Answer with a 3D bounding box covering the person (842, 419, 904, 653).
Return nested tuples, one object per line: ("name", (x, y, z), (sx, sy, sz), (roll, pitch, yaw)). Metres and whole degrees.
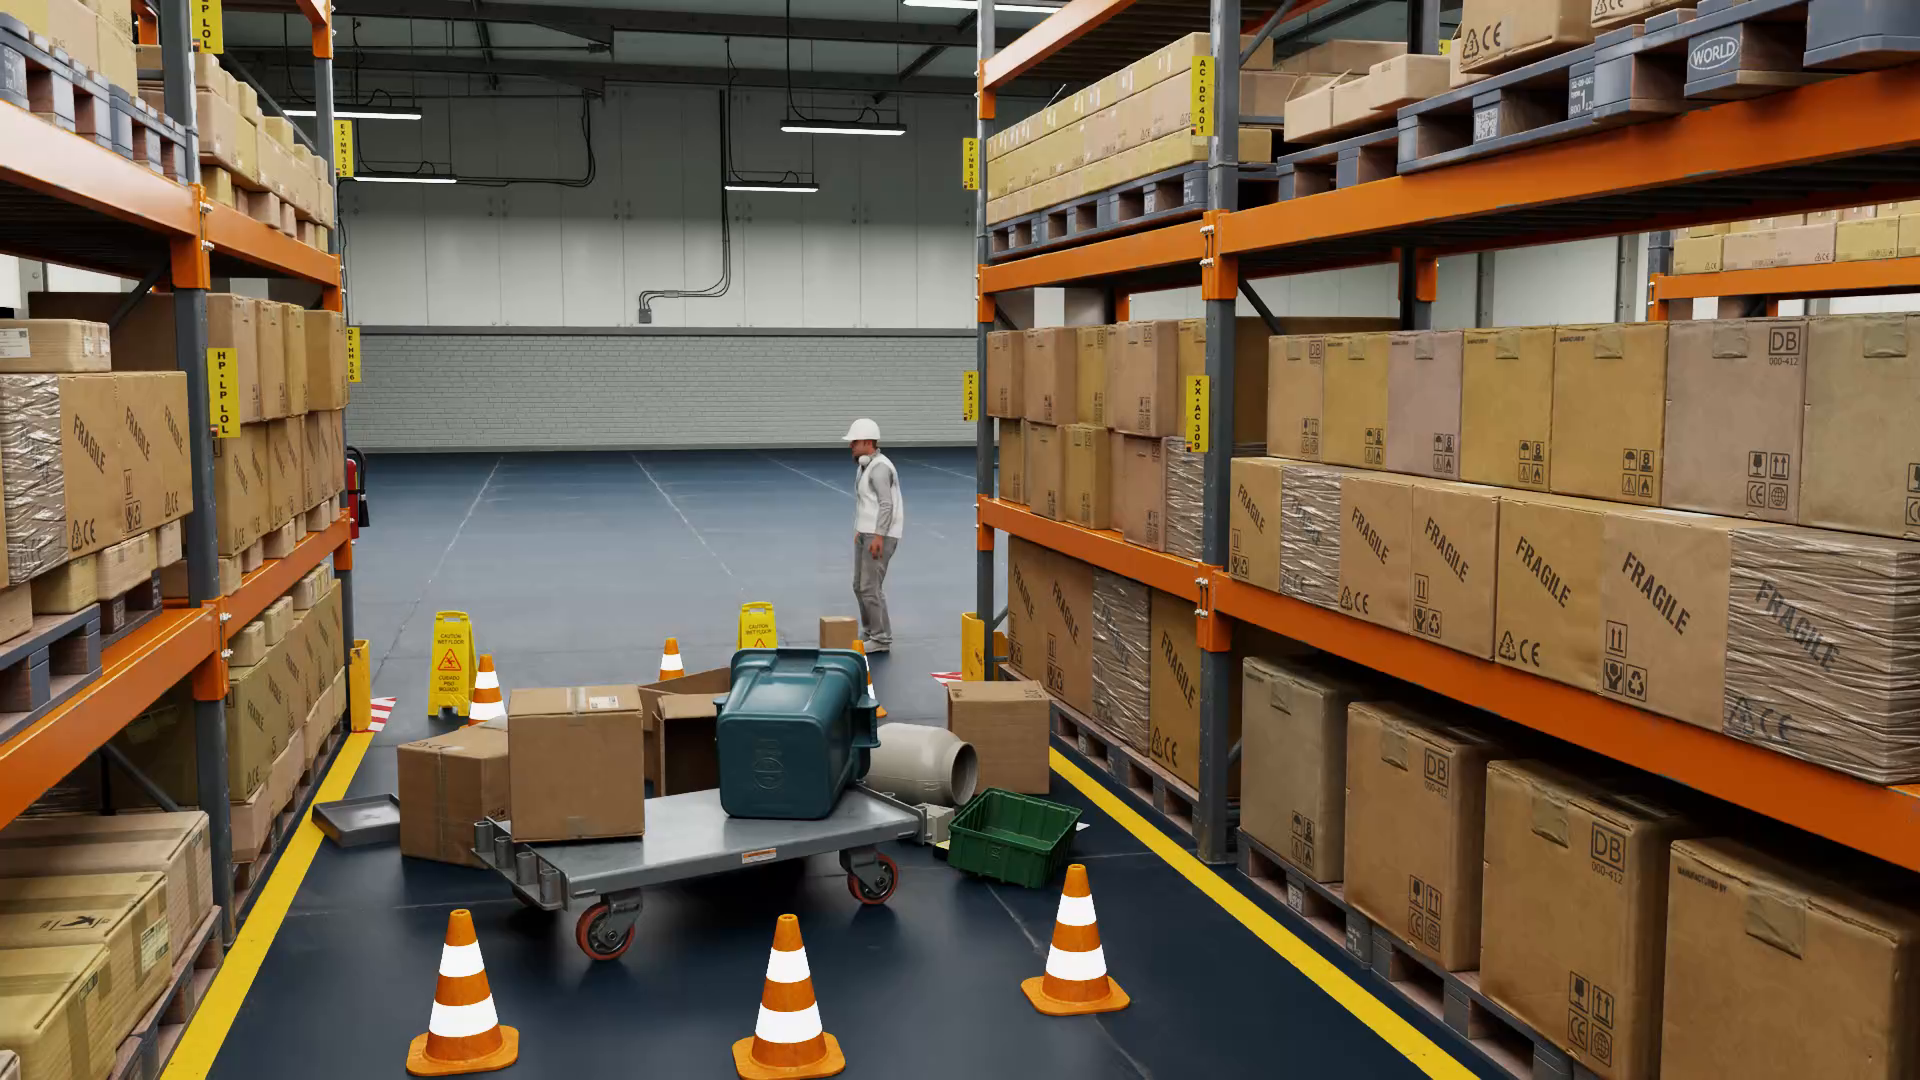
("person", (-0.672, -0.039, 12.692), (0.465, 1.769, 0.581), (-2, 6, -17))
